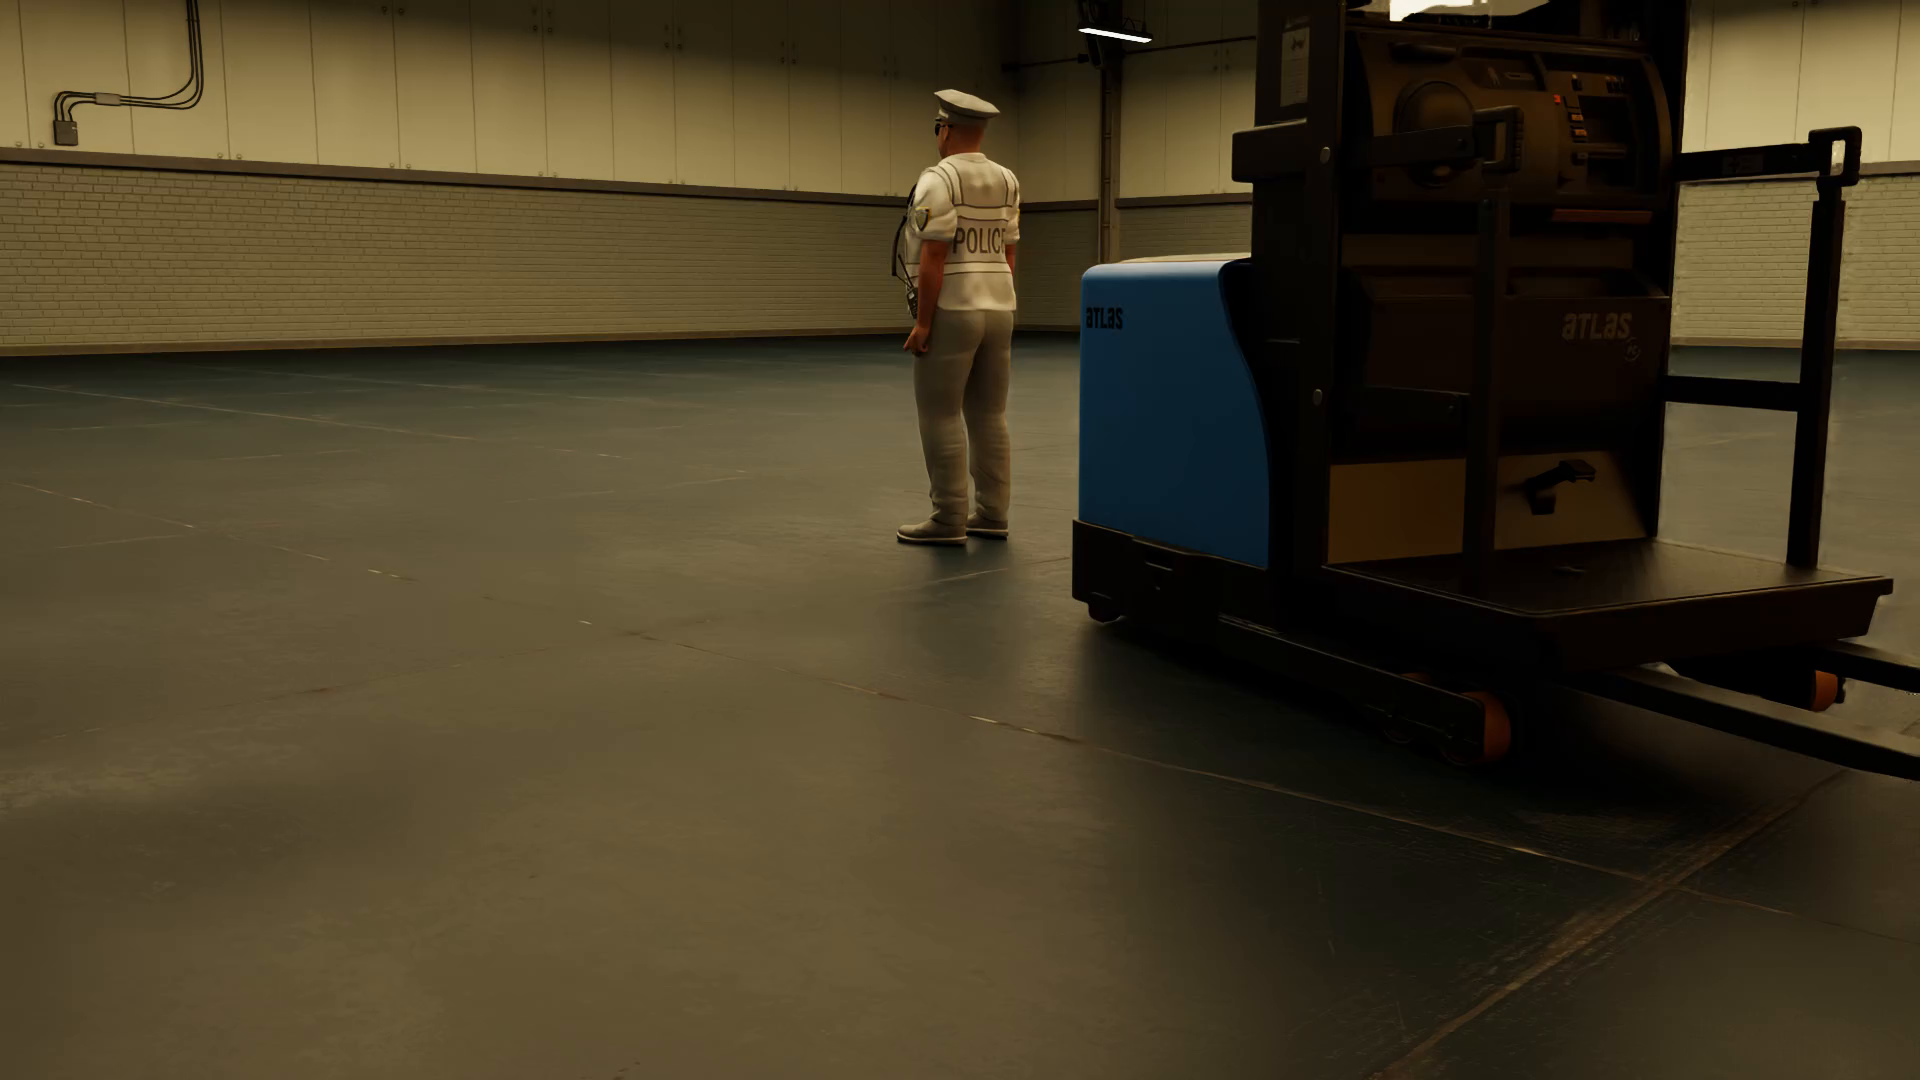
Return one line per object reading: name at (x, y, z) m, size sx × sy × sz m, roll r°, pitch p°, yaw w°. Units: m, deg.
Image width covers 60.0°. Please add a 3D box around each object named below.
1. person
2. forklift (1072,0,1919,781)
person at (-0.008, -0.876, 6.585) m, size 0.407 × 1.776 × 0.526 m, roll 8°, pitch 12°, yaw 43°
forklift at (1.422, -1.040, 3.783) m, size 1.130 × 2.935 × 3.031 m, roll -4°, pitch 9°, yaw -25°
